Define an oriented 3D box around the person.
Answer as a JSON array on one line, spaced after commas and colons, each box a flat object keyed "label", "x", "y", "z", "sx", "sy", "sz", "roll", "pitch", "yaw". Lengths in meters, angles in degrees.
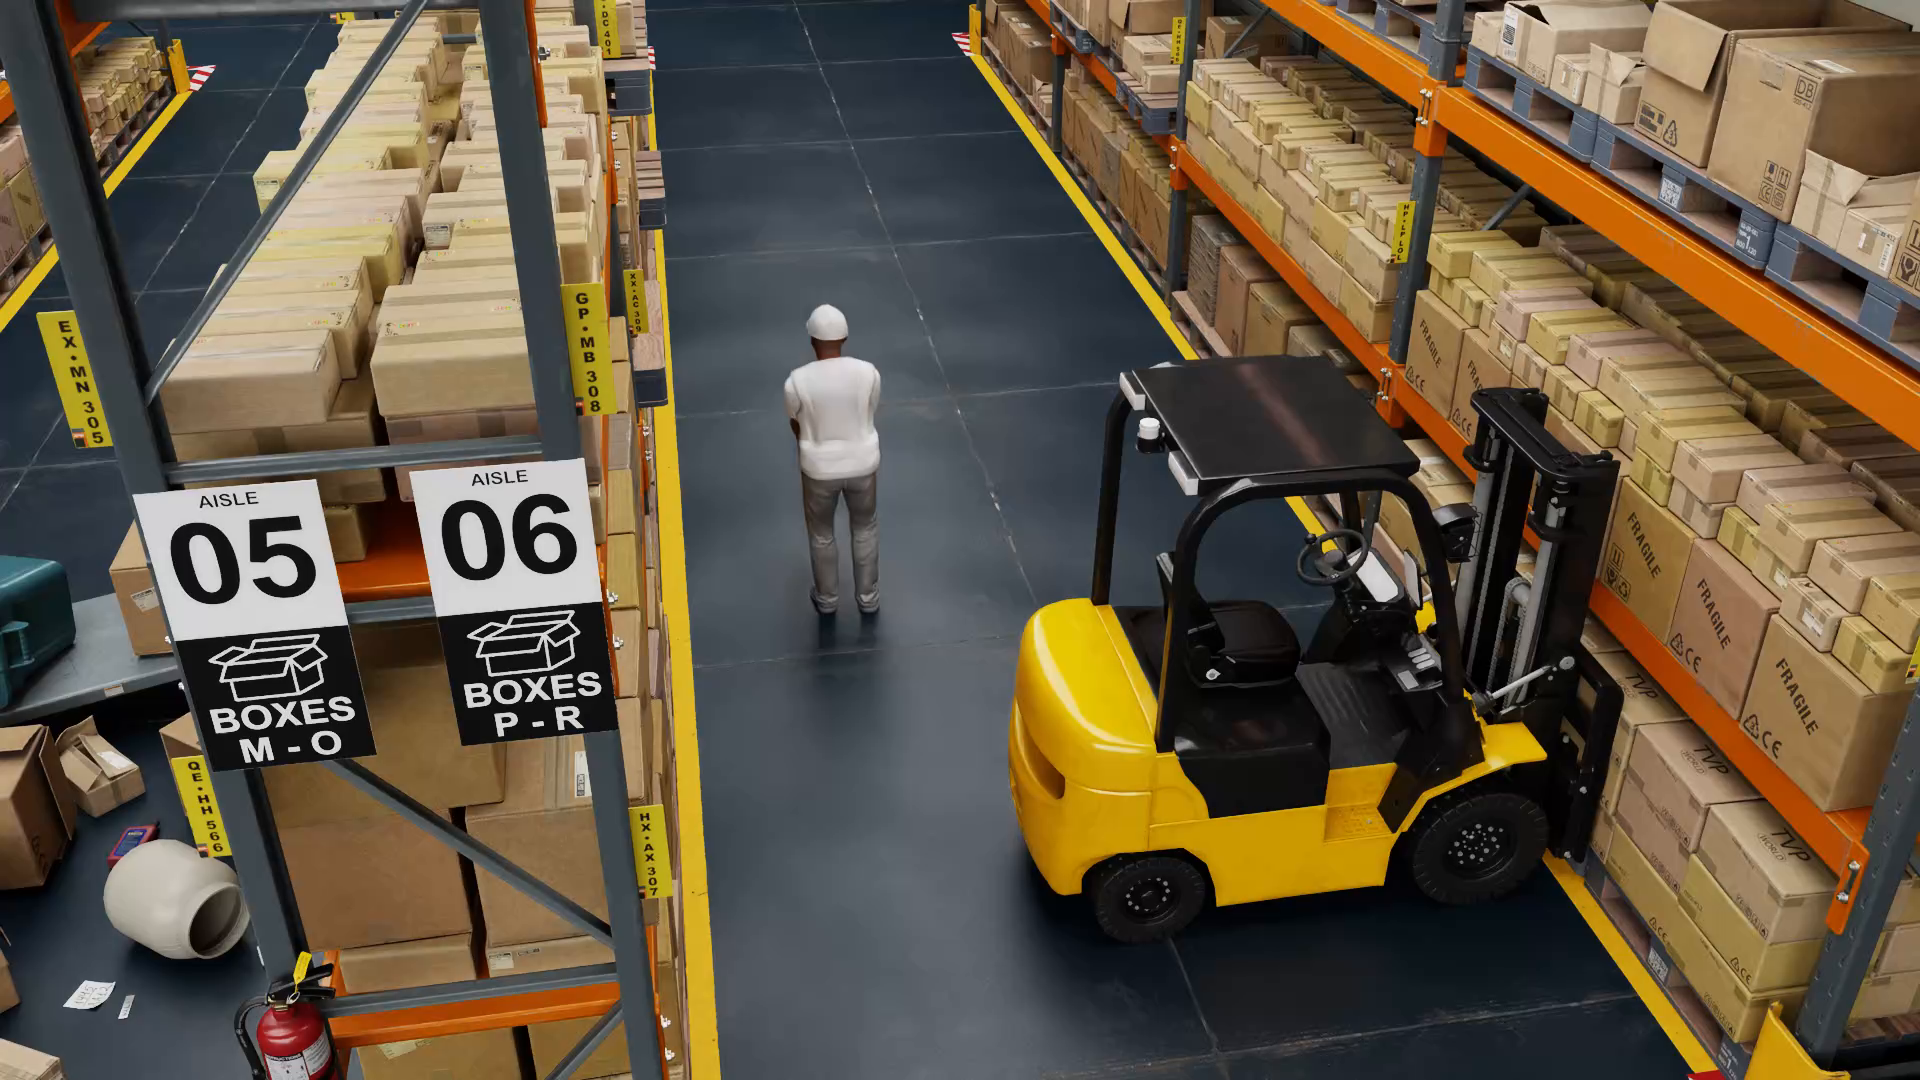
[{"label": "person", "x": -0.660, "y": -0.398, "z": 8.796, "sx": 0.633, "sy": 1.759, "sz": 0.462, "roll": -8, "pitch": 31, "yaw": -14}]
